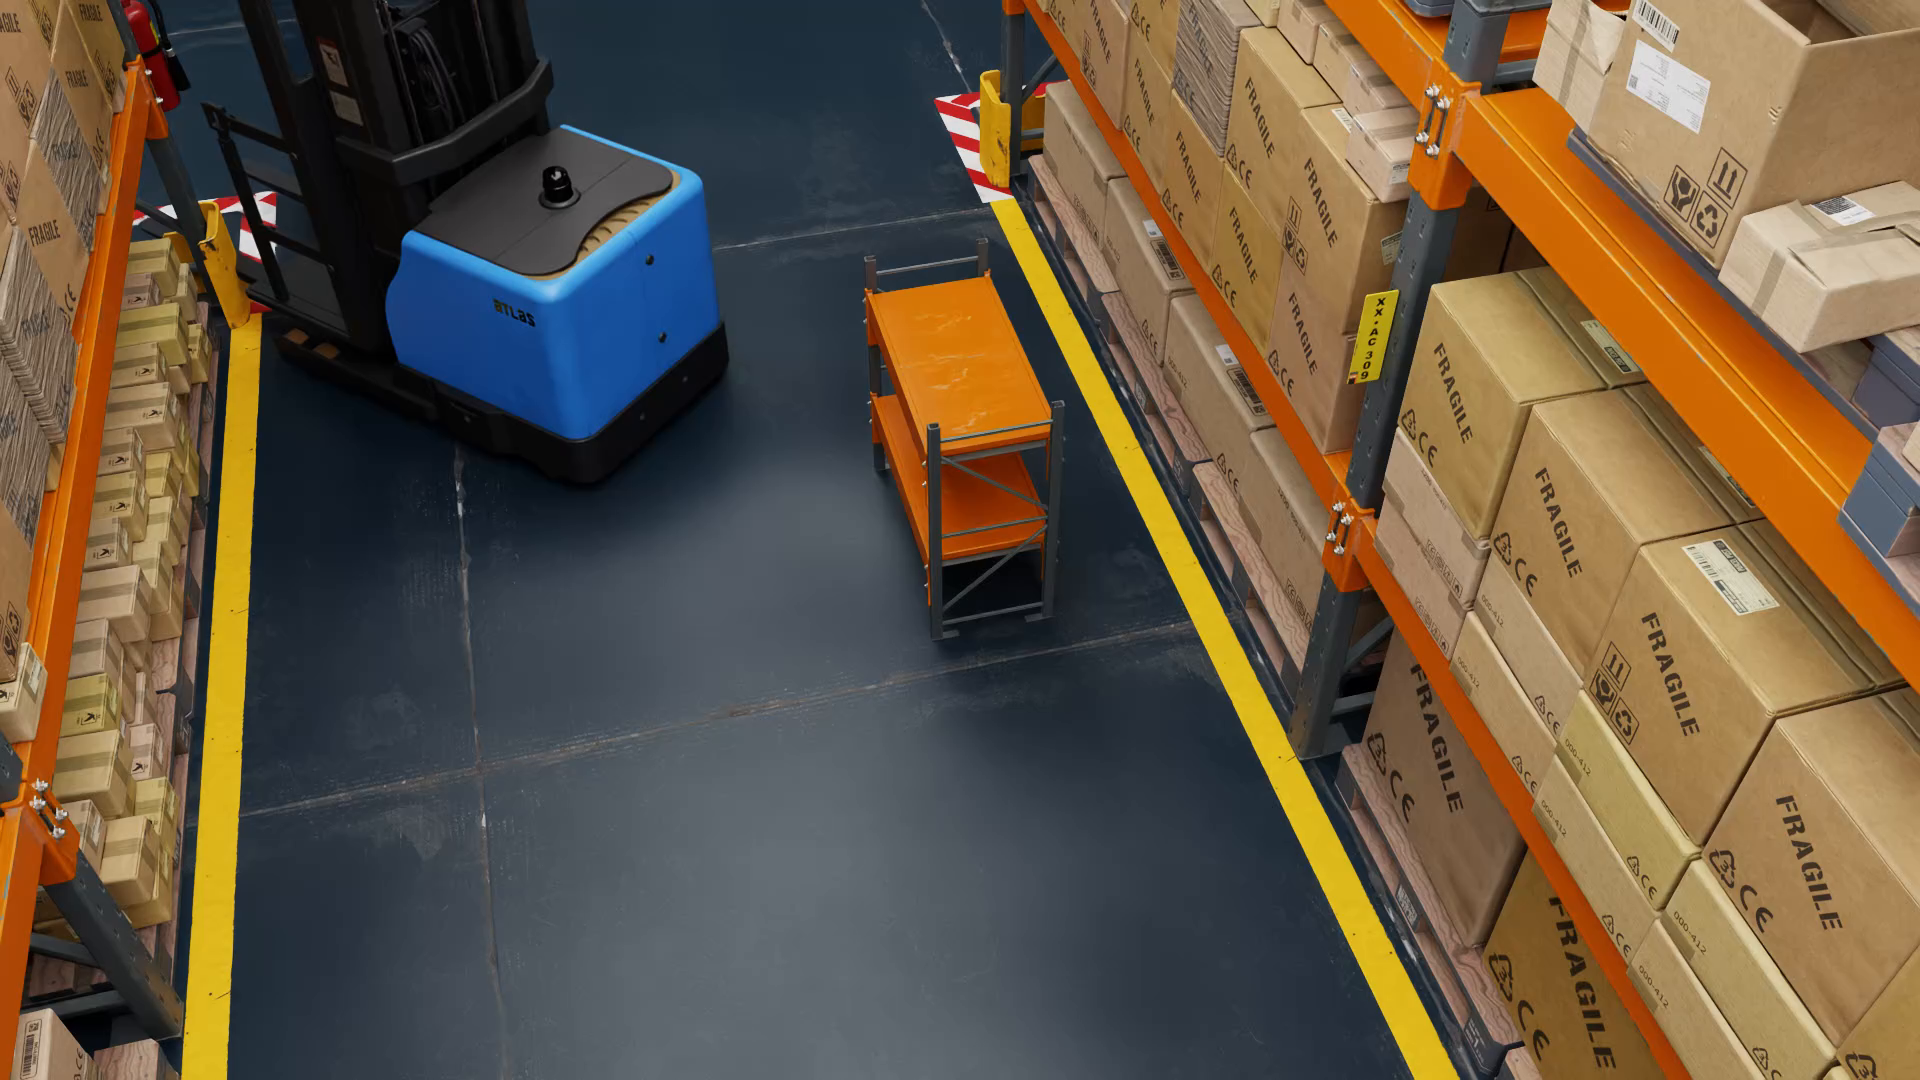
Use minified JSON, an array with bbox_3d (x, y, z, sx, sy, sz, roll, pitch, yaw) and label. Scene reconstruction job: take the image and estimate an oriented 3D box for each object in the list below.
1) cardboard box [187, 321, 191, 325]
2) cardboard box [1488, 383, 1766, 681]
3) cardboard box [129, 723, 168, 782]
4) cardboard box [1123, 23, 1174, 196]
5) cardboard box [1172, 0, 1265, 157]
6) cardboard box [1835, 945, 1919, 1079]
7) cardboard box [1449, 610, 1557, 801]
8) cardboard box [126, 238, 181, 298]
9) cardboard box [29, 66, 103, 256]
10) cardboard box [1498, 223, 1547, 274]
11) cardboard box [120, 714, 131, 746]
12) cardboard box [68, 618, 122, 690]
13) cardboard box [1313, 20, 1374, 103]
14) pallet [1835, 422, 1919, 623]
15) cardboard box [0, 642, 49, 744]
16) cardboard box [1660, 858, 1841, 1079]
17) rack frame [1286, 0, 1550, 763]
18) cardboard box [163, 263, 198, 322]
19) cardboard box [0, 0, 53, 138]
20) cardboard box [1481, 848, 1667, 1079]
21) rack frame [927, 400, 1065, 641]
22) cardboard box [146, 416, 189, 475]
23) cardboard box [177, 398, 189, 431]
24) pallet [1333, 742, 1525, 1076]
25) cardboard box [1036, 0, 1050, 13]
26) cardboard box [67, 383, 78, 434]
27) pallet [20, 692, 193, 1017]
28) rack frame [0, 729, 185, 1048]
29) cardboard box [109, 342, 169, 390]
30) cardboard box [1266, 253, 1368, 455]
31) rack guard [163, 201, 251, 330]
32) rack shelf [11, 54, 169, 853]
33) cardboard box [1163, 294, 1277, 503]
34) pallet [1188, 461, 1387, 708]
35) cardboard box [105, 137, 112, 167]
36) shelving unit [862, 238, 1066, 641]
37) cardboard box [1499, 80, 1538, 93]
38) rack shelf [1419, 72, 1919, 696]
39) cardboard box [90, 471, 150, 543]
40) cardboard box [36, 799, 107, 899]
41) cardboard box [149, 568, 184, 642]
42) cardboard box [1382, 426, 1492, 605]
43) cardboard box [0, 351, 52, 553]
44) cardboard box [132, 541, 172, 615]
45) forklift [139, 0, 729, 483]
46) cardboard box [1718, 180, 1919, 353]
[{"bbox_3d":[-3.717,-0.966,7.549,0.380,0.149,0.250,-10,46,-10],"label":"cardboard box"},{"bbox_3d":[1.721,-0.038,4.168,0.500,0.500,0.500,-11,47,-11],"label":"cardboard box"},{"bbox_3d":[-2.994,0.814,5.805,0.380,0.149,0.250,-11,47,-11],"label":"cardboard box"},{"bbox_3d":[0.965,-1.727,6.523,0.500,0.500,0.500,-9,46,-9],"label":"cardboard box"},{"bbox_3d":[1.081,-1.717,5.813,0.500,0.500,0.500,-10,46,-10],"label":"cardboard box"},{"bbox_3d":[2.108,1.015,3.136,0.500,0.500,0.500,-11,47,-10],"label":"cardboard box"},{"bbox_3d":[1.721,0.406,4.608,0.500,0.250,0.500,-12,47,-11],"label":"cardboard box"},{"bbox_3d":[-3.673,-1.181,7.343,0.380,0.149,0.250,-10,46,-10],"label":"cardboard box"},{"bbox_3d":[-3.424,-1.313,5.909,0.500,0.500,0.500,-11,47,-10],"label":"cardboard box"},{"bbox_3d":[1.842,-1.114,5.222,0.500,0.500,0.500,-10,46,-10],"label":"cardboard box"},{"bbox_3d":[-3.062,0.737,5.672,0.380,0.149,0.250,-11,47,-11],"label":"cardboard box"},{"bbox_3d":[-3.132,0.444,5.751,0.380,0.149,0.250,-12,47,-11],"label":"cardboard box"},{"bbox_3d":[1.326,-1.498,5.144,0.380,0.149,0.250,-11,47,-10],"label":"cardboard box"},{"bbox_3d":[2.248,0.216,2.721,1.003,0.211,1.213,-9,46,-8],"label":"pallet"},{"bbox_3d":[-2.786,0.452,4.634,0.380,0.149,0.250,-9,46,-9],"label":"cardboard box"},{"bbox_3d":[1.965,0.934,3.740,0.500,0.250,0.500,-12,47,-12],"label":"cardboard box"},{"bbox_3d":[1.730,-0.356,5.249,1.000,3.000,0.127,-11,47,-10],"label":"rack frame"},{"bbox_3d":[-3.643,-1.083,7.456,0.380,0.149,0.250,-12,47,-11],"label":"cardboard box"},{"bbox_3d":[-3.424,-1.654,5.543,0.500,0.500,0.500,-9,46,-8],"label":"cardboard box"},{"bbox_3d":[2.205,1.277,4.843,0.875,0.875,0.875,-9,46,-9],"label":"cardboard box"},{"bbox_3d":[0.128,-0.047,6.260,0.500,1.125,0.032,-11,47,-10],"label":"rack frame"},{"bbox_3d":[-3.363,-0.370,6.757,0.380,0.149,0.250,-10,46,-10],"label":"cardboard box"},{"bbox_3d":[-3.493,-0.441,7.035,0.380,0.149,0.250,-10,46,-10],"label":"cardboard box"},{"bbox_3d":[2.000,1.139,5.736,1.003,0.211,1.213,-11,47,-10],"label":"pallet"},{"bbox_3d":[0.551,-2.768,7.543,0.500,0.500,0.500,-11,47,-11],"label":"cardboard box"},{"bbox_3d":[-3.170,-0.449,5.516,0.380,0.149,0.250,-9,46,-9],"label":"cardboard box"},{"bbox_3d":[-3.236,1.138,5.738,1.003,0.211,1.213,-11,47,-10],"label":"pallet"},{"bbox_3d":[-3.030,0.619,4.294,1.000,3.000,0.127,-11,47,-10],"label":"rack frame"},{"bbox_3d":[-3.470,-0.651,6.824,0.380,0.149,0.250,-12,47,-12],"label":"cardboard box"},{"bbox_3d":[1.364,-0.664,5.481,0.500,0.500,0.500,-10,46,-10],"label":"cardboard box"},{"bbox_3d":[-4.034,-1.215,7.841,1.175,0.500,0.348,-11,47,-10],"label":"rack guard"},{"bbox_3d":[-3.542,-0.510,5.904,1.077,0.370,4.000,-11,47,-10],"label":"rack shelf"},{"bbox_3d":[1.443,-0.677,7.064,0.875,0.438,0.875,-12,47,-11],"label":"cardboard box"},{"bbox_3d":[1.611,0.081,6.773,1.003,0.211,1.213,-11,47,-10],"label":"pallet"},{"bbox_3d":[-3.591,-1.532,6.578,0.380,0.149,0.250,-11,47,-11],"label":"cardboard box"},{"bbox_3d":[-0.002,-0.398,6.604,0.538,1.125,1.048,-11,47,-10],"label":"shelving unit"},{"bbox_3d":[1.819,-1.407,5.055,0.380,0.149,0.250,-10,46,-10],"label":"cardboard box"},{"bbox_3d":[2.242,0.227,3.081,1.077,0.370,4.000,-11,47,-10],"label":"rack shelf"},{"bbox_3d":[-3.293,-0.097,6.282,0.380,0.149,0.250,-10,47,-10],"label":"cardboard box"},{"bbox_3d":[-2.917,0.986,5.220,0.380,0.149,0.250,-9,46,-9],"label":"cardboard box"},{"bbox_3d":[-3.184,0.272,6.336,0.380,0.149,0.250,-12,47,-11],"label":"cardboard box"},{"bbox_3d":[1.570,-0.123,4.776,0.500,0.250,0.500,-12,47,-11],"label":"cardboard box"},{"bbox_3d":[-3.046,-0.248,4.865,0.500,0.500,0.500,-11,47,-10],"label":"cardboard box"},{"bbox_3d":[-3.179,0.170,6.227,0.380,0.149,0.250,-11,47,-11],"label":"cardboard box"},{"bbox_3d":[-2.597,-2.073,6.980,3.031,2.935,1.130,24,50,21],"label":"forklift"},{"bbox_3d":[1.715,-0.533,3.192,0.380,0.166,0.250,-14,47,-13],"label":"cardboard box"}]
